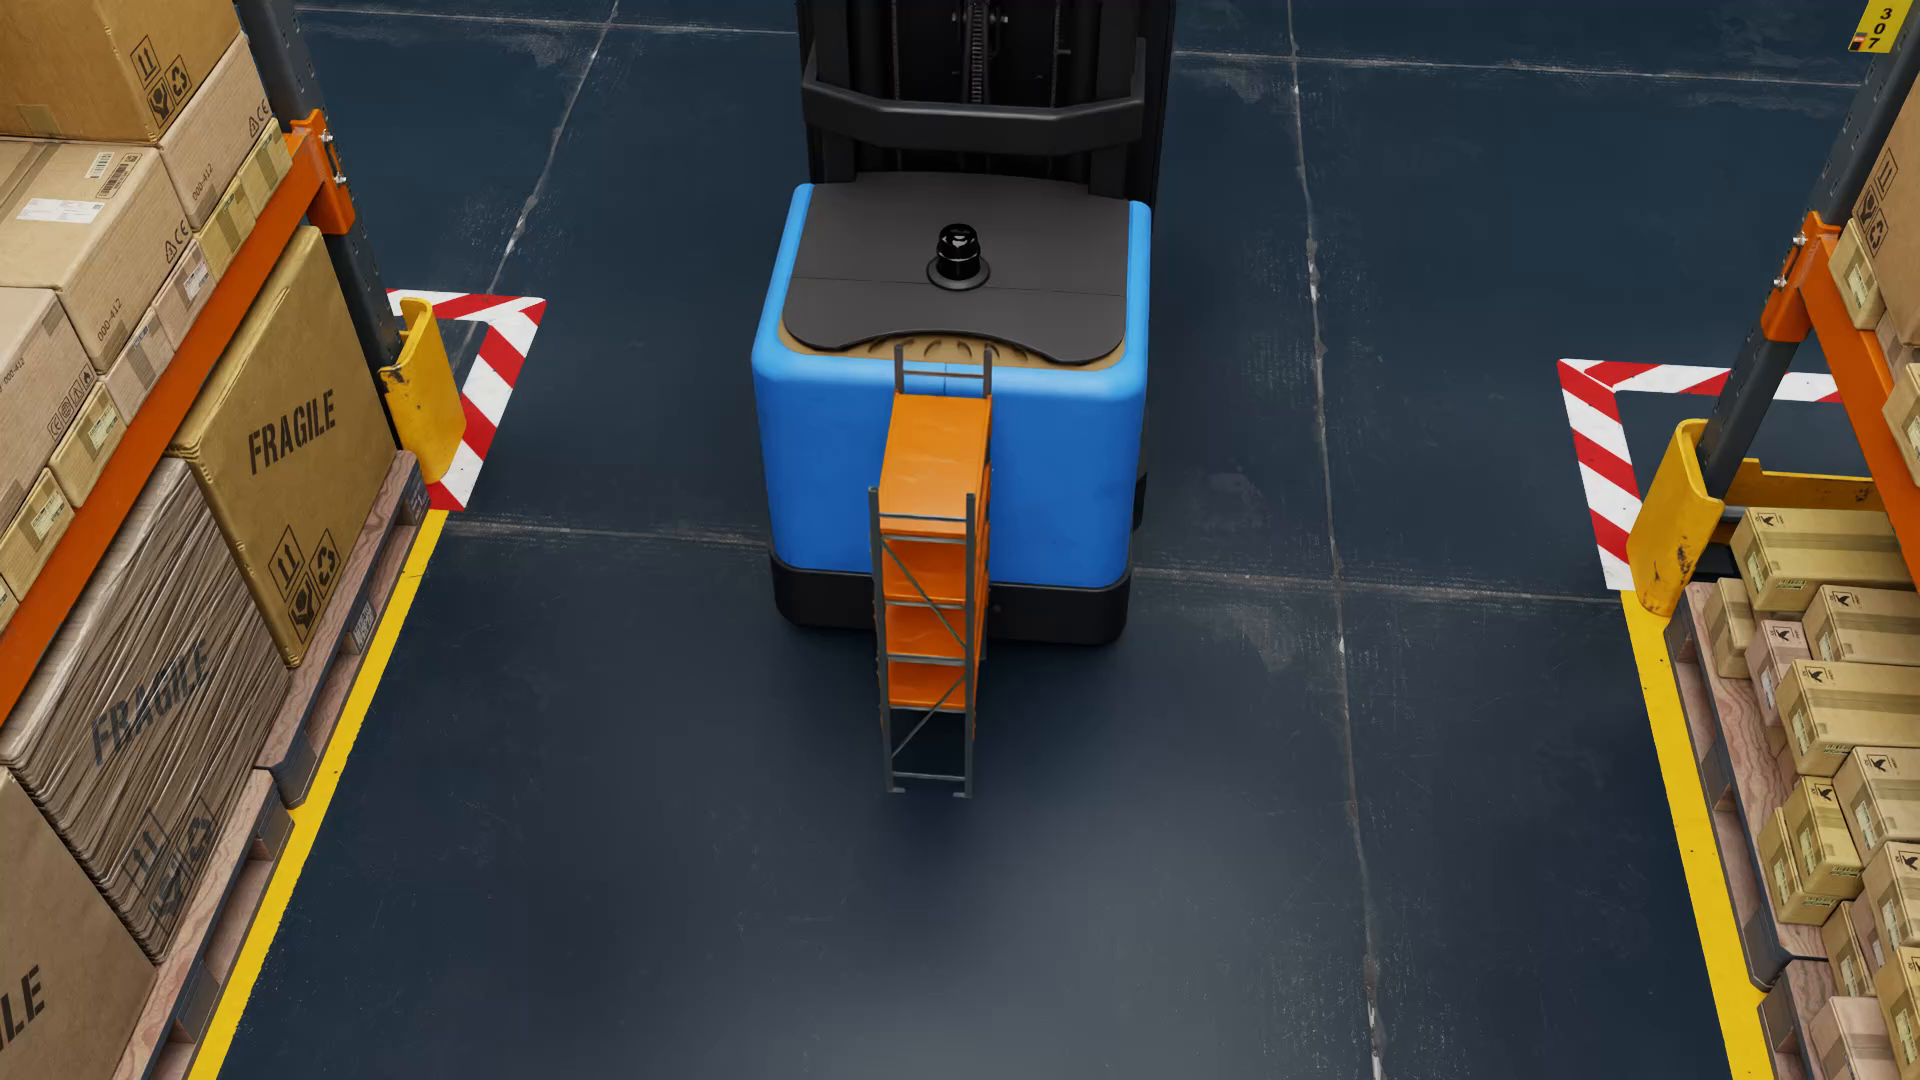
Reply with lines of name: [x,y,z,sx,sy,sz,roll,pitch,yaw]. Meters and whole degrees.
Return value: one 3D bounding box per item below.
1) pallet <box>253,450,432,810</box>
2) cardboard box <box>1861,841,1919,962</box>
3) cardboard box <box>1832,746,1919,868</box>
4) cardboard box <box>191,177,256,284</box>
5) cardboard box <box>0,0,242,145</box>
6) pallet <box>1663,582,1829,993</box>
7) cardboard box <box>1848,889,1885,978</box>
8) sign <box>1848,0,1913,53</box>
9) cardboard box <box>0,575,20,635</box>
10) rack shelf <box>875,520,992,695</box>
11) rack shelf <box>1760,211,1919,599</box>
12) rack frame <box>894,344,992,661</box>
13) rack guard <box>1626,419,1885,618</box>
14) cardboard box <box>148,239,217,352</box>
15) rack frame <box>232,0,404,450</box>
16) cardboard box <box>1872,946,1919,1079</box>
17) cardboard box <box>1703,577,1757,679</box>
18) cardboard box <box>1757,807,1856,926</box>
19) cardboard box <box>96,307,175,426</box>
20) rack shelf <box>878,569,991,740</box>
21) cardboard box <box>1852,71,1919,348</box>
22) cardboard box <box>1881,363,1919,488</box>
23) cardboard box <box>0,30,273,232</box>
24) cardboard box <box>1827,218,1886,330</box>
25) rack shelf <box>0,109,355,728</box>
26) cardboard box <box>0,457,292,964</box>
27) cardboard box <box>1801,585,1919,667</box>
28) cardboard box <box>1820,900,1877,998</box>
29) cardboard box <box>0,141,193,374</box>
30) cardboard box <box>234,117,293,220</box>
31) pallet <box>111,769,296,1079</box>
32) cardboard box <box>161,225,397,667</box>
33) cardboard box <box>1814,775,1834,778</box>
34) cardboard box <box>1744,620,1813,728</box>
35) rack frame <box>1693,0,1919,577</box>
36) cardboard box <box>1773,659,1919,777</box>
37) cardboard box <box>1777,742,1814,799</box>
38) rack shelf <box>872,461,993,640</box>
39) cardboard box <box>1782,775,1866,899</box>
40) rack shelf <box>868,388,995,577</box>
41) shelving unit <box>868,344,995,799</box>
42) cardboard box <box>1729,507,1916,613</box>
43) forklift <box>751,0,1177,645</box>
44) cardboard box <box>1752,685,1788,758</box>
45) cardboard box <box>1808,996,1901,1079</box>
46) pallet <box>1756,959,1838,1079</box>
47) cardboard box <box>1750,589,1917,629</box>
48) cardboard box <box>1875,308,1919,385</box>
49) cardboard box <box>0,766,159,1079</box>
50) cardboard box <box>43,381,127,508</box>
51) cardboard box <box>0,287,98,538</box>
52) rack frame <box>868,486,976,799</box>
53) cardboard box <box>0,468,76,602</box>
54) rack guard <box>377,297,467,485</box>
pallet: [-2.252,0.200,4.924,1.003,0.211,1.213,4,48,4]
cardboard box: [2.257,0.833,3.699,0.380,0.149,0.250,6,48,5]
cardboard box: [2.291,0.630,3.885,0.380,0.149,0.250,2,48,2]
cardboard box: [-1.983,-0.775,4.096,0.380,0.149,0.250,4,48,4]
cardboard box: [-2.039,-1.261,3.763,0.500,0.500,0.500,4,48,4]
pallet: [2.557,0.665,4.499,1.003,0.211,1.213,4,48,4]
cardboard box: [2.294,0.927,3.815,0.380,0.149,0.250,2,48,2]
sign: [2.133,-1.255,3.778,0.100,0.325,0.005,4,48,4]
cardboard box: [-2.101,0.158,3.243,0.380,0.149,0.250,5,48,4]
rack shelf: [-0.063,0.164,4.378,0.258,0.148,0.480,4,48,3]
rack shelf: [2.491,0.786,2.986,1.077,0.370,4.000,4,48,4]
rack frame: [-0.042,-0.061,4.493,0.240,1.200,0.015,4,48,3]
rack guard: [2.667,-0.027,4.936,1.175,0.500,0.348,4,48,4]
cardboard box: [-2.007,-0.589,3.926,0.380,0.149,0.250,4,48,4]
rack frame: [-2.257,-1.334,4.438,1.000,3.000,0.127,4,48,4]
cardboard box: [2.187,1.024,3.525,0.380,0.149,0.250,5,48,4]
cardboard box: [2.307,0.257,4.629,0.380,0.149,0.250,5,48,4]
cardboard box: [2.216,0.819,4.116,0.380,0.149,0.250,4,48,4]
cardboard box: [-2.031,-0.406,3.759,0.380,0.149,0.250,5,48,4]
rack shelf: [-0.063,0.298,4.525,0.258,0.148,0.480,4,48,3]
cardboard box: [2.357,-0.749,3.633,0.500,0.500,0.500,6,48,5]
cardboard box: [2.258,-0.242,3.609,0.380,0.149,0.250,3,48,2]
cardboard box: [-2.036,-1.010,4.041,0.500,0.250,0.500,3,48,3]
cardboard box: [2.318,-0.626,3.960,0.380,0.149,0.250,4,48,3]
rack shelf: [-2.439,0.378,3.359,1.077,0.370,4.000,4,48,4]
cardboard box: [-2.318,0.385,4.020,0.875,0.875,0.875,4,48,4]
cardboard box: [2.382,0.266,4.218,0.380,0.149,0.250,5,48,4]
cardboard box: [2.288,1.013,3.939,0.380,0.149,0.250,4,48,4]
cardboard box: [-2.083,-0.637,3.700,0.500,0.250,0.500,3,48,3]
cardboard box: [-1.961,-0.966,4.271,0.380,0.149,0.250,5,48,4]
pallet: [-2.365,1.094,4.107,1.003,0.211,1.213,4,48,4]
cardboard box: [-2.235,-0.283,4.632,0.875,0.875,0.875,4,48,4]
cardboard box: [2.355,0.545,4.165,0.380,0.149,0.250,4,48,4]
cardboard box: [2.289,0.359,4.335,0.380,0.149,0.250,4,48,3]
rack frame: [2.673,-0.926,4.065,1.000,3.000,0.127,4,48,4]
cardboard box: [2.232,0.443,4.057,0.380,0.149,0.250,4,48,3]
cardboard box: [2.349,0.638,4.281,0.380,0.149,0.250,4,48,4]
rack shelf: [-0.063,0.013,4.213,0.258,0.148,0.480,4,48,3]
cardboard box: [2.223,0.726,3.999,0.380,0.149,0.250,5,48,5]
rack shelf: [-0.063,-0.147,4.039,0.258,0.148,0.480,4,48,3]
shelving unit: [-0.063,0.118,4.329,0.258,1.200,0.503,4,48,3]
cardboard box: [2.287,0.055,4.411,0.380,0.149,0.250,2,48,2]
forklift: [0.096,-1.774,4.886,1.130,2.935,3.031,4,48,3]
cardboard box: [2.365,0.455,4.448,0.380,0.149,0.250,4,48,3]
cardboard box: [2.179,1.190,3.776,0.380,0.149,0.250,2,48,2]
pallet: [2.444,1.559,3.681,1.003,0.211,1.213,4,48,4]
cardboard box: [2.370,0.161,4.516,0.380,0.149,0.250,6,48,5]
cardboard box: [2.336,-0.436,3.786,0.380,0.149,0.250,5,48,5]
cardboard box: [-2.399,1.039,3.422,0.875,0.875,0.875,4,48,4]
cardboard box: [-2.053,-0.215,3.584,0.380,0.149,0.250,3,48,3]
cardboard box: [-2.129,-0.263,3.358,0.500,0.250,0.500,2,48,2]
rack frame: [-0.085,0.298,4.165,0.240,1.200,0.015,4,48,3]
cardboard box: [-2.076,-0.024,3.410,0.380,0.149,0.250,4,48,4]
rack guard: [-2.254,-0.508,5.376,1.175,0.500,0.348,4,48,4]
